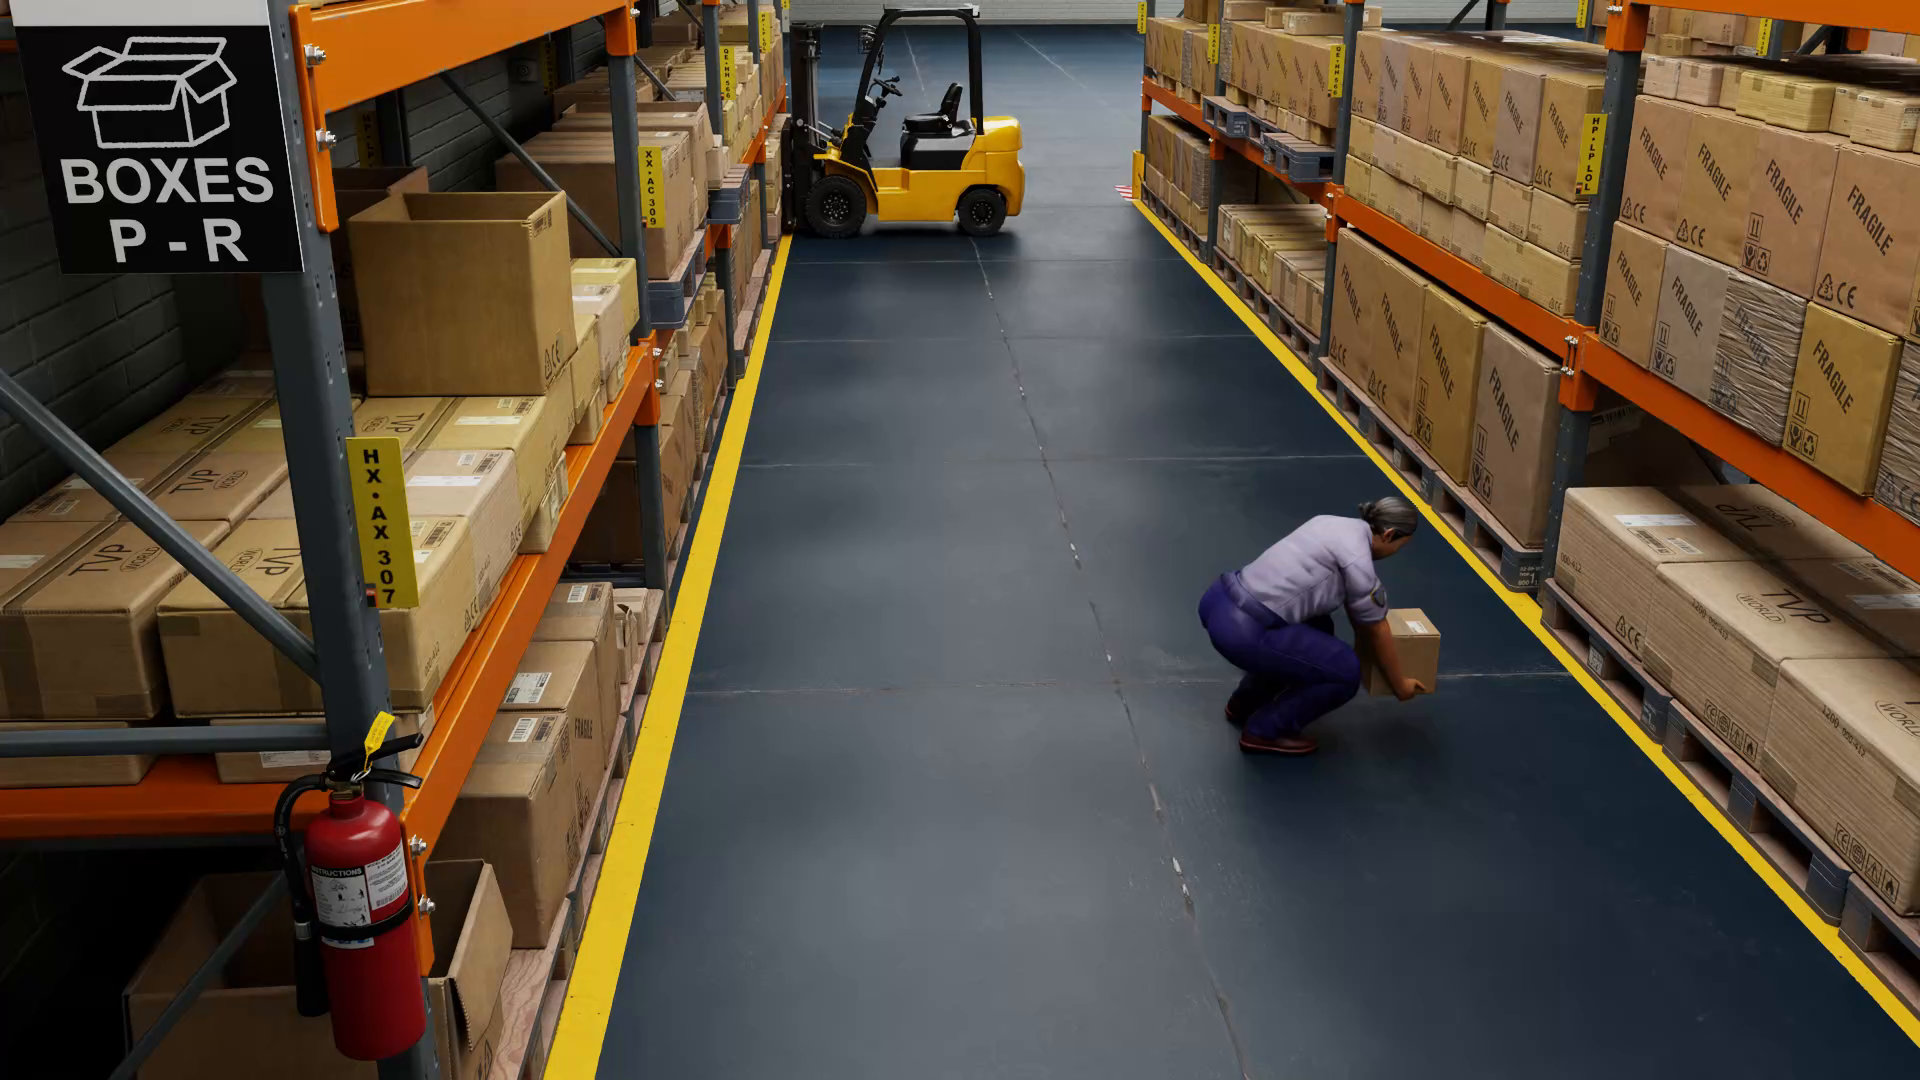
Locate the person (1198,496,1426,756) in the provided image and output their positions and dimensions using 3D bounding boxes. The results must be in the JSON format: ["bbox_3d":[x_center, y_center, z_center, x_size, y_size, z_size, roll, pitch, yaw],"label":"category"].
[{"bbox_3d":[1.335,0.308,6.304,0.850,0.942,0.507,-2,21,-4],"label":"person"}]
